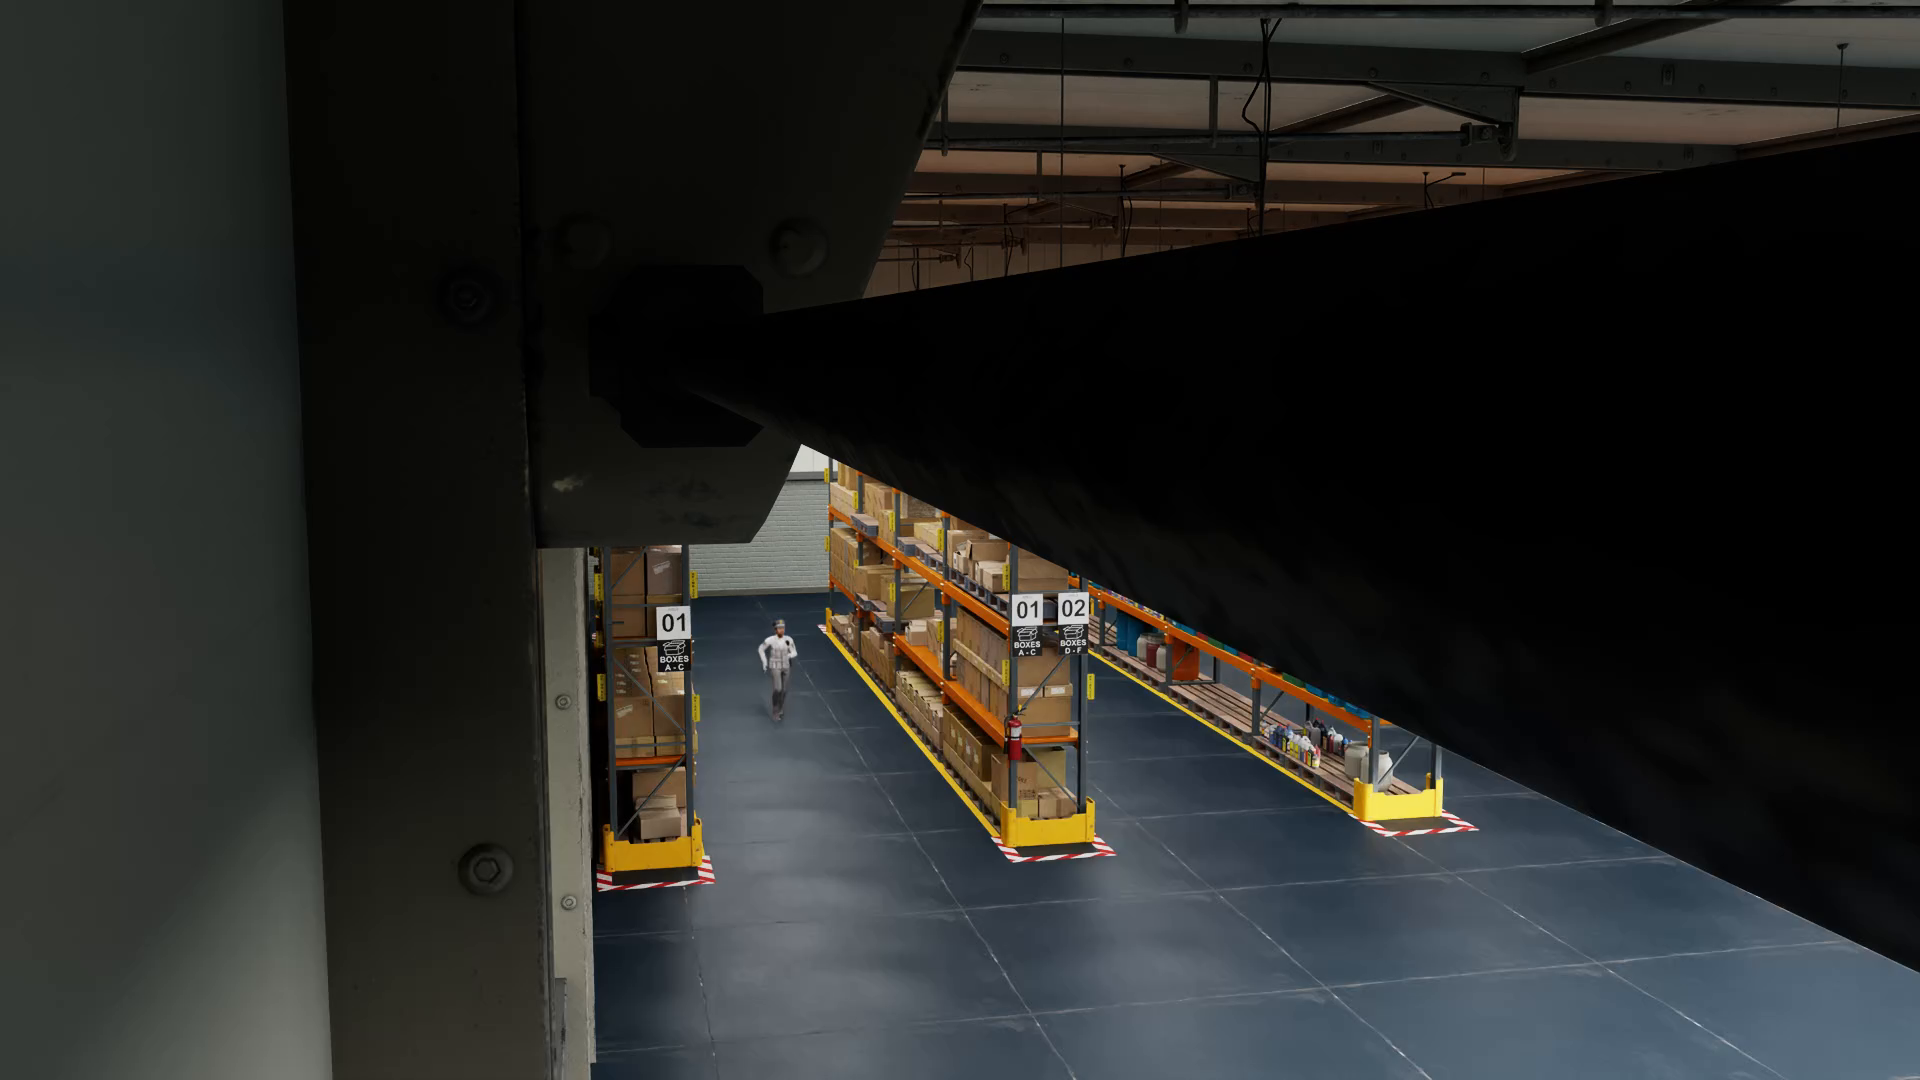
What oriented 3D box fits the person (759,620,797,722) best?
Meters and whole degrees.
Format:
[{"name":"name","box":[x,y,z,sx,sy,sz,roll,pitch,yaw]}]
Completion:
[{"name":"person","box":[-3.025,2.185,27.916,0.587,1.718,0.685,-3,7,-23]}]
